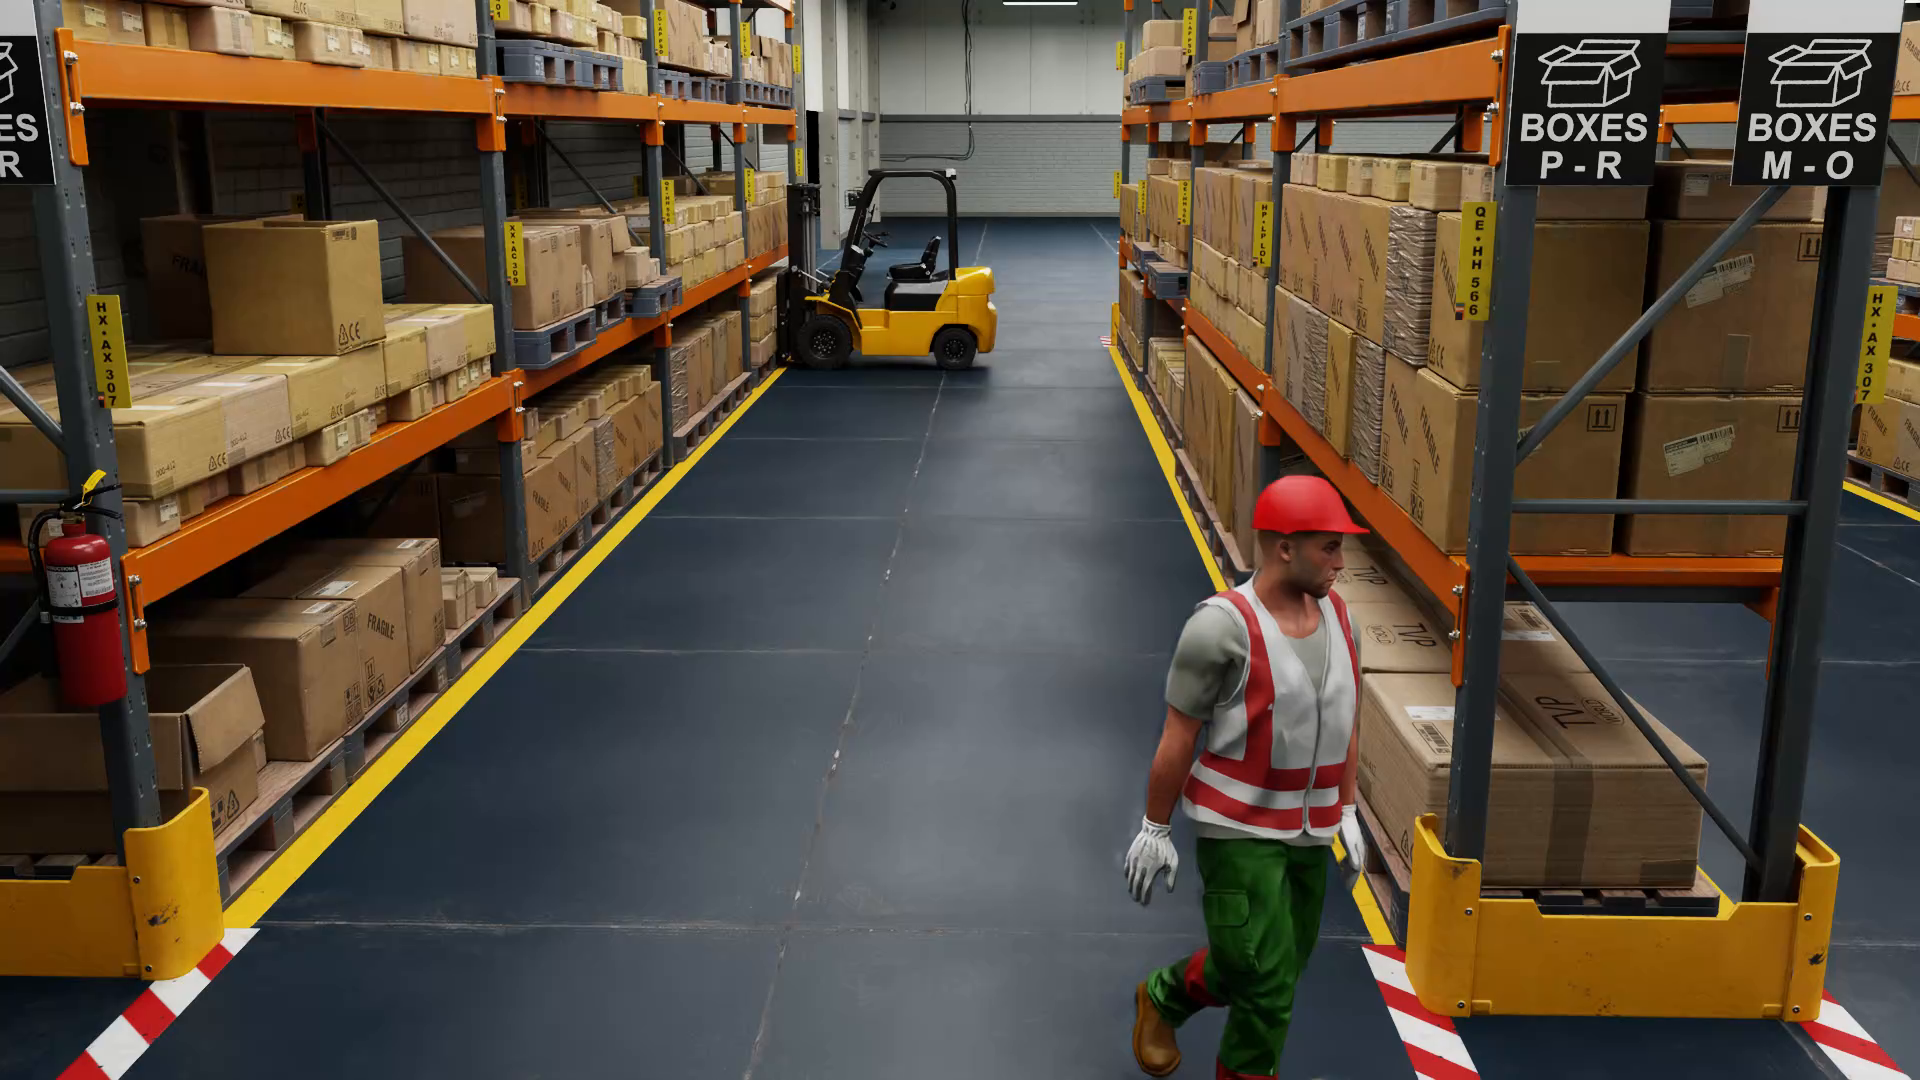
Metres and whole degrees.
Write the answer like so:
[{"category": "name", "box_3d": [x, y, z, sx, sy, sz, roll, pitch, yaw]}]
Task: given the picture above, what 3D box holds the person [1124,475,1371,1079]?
[{"category": "person", "box_3d": [0.721, 0.704, 4.101, 0.623, 1.745, 0.911, -8, 16, -31]}]
